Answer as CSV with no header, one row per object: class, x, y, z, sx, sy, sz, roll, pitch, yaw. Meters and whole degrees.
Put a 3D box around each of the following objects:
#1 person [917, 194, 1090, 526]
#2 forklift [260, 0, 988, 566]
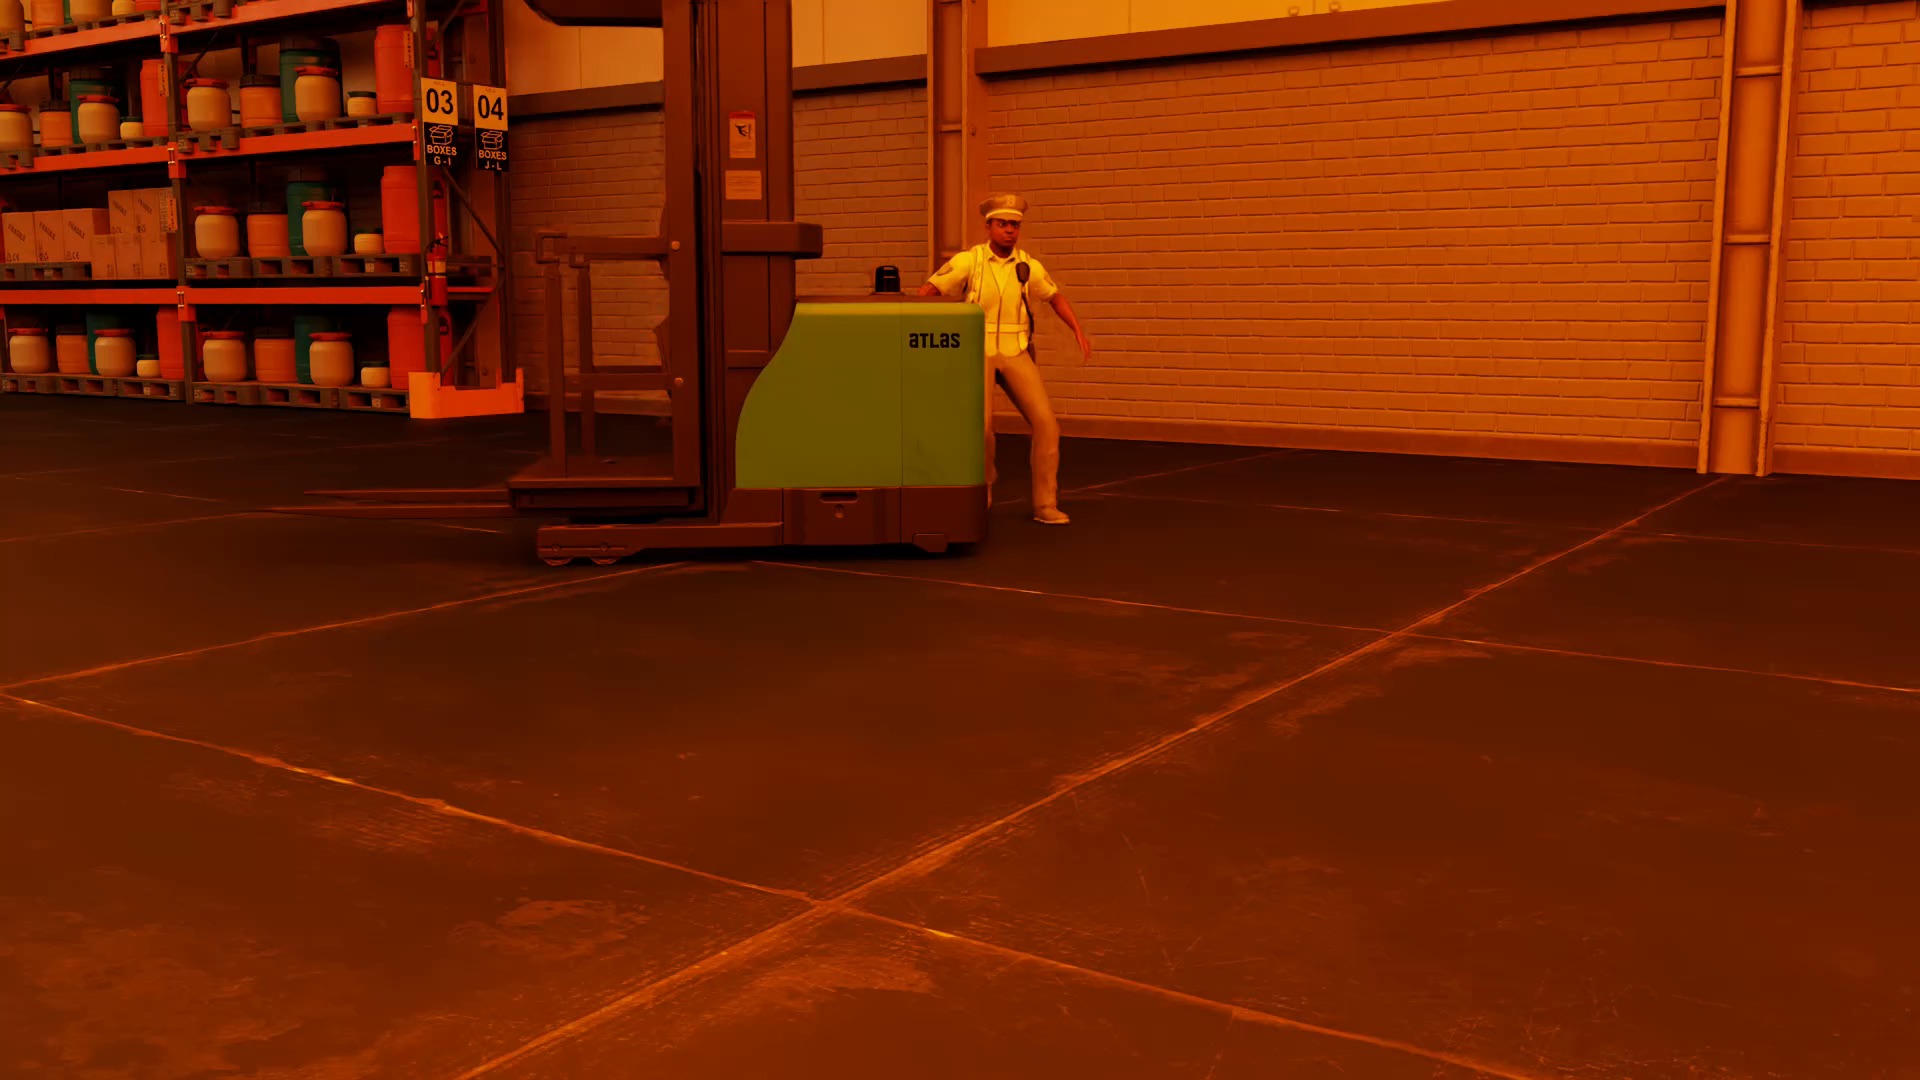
person,0.230,-0.885,8.190,0.883,1.609,0.639,-2,8,-11
forklift,-1.431,-1.423,7.199,3.031,2.935,1.130,-1,8,-5
